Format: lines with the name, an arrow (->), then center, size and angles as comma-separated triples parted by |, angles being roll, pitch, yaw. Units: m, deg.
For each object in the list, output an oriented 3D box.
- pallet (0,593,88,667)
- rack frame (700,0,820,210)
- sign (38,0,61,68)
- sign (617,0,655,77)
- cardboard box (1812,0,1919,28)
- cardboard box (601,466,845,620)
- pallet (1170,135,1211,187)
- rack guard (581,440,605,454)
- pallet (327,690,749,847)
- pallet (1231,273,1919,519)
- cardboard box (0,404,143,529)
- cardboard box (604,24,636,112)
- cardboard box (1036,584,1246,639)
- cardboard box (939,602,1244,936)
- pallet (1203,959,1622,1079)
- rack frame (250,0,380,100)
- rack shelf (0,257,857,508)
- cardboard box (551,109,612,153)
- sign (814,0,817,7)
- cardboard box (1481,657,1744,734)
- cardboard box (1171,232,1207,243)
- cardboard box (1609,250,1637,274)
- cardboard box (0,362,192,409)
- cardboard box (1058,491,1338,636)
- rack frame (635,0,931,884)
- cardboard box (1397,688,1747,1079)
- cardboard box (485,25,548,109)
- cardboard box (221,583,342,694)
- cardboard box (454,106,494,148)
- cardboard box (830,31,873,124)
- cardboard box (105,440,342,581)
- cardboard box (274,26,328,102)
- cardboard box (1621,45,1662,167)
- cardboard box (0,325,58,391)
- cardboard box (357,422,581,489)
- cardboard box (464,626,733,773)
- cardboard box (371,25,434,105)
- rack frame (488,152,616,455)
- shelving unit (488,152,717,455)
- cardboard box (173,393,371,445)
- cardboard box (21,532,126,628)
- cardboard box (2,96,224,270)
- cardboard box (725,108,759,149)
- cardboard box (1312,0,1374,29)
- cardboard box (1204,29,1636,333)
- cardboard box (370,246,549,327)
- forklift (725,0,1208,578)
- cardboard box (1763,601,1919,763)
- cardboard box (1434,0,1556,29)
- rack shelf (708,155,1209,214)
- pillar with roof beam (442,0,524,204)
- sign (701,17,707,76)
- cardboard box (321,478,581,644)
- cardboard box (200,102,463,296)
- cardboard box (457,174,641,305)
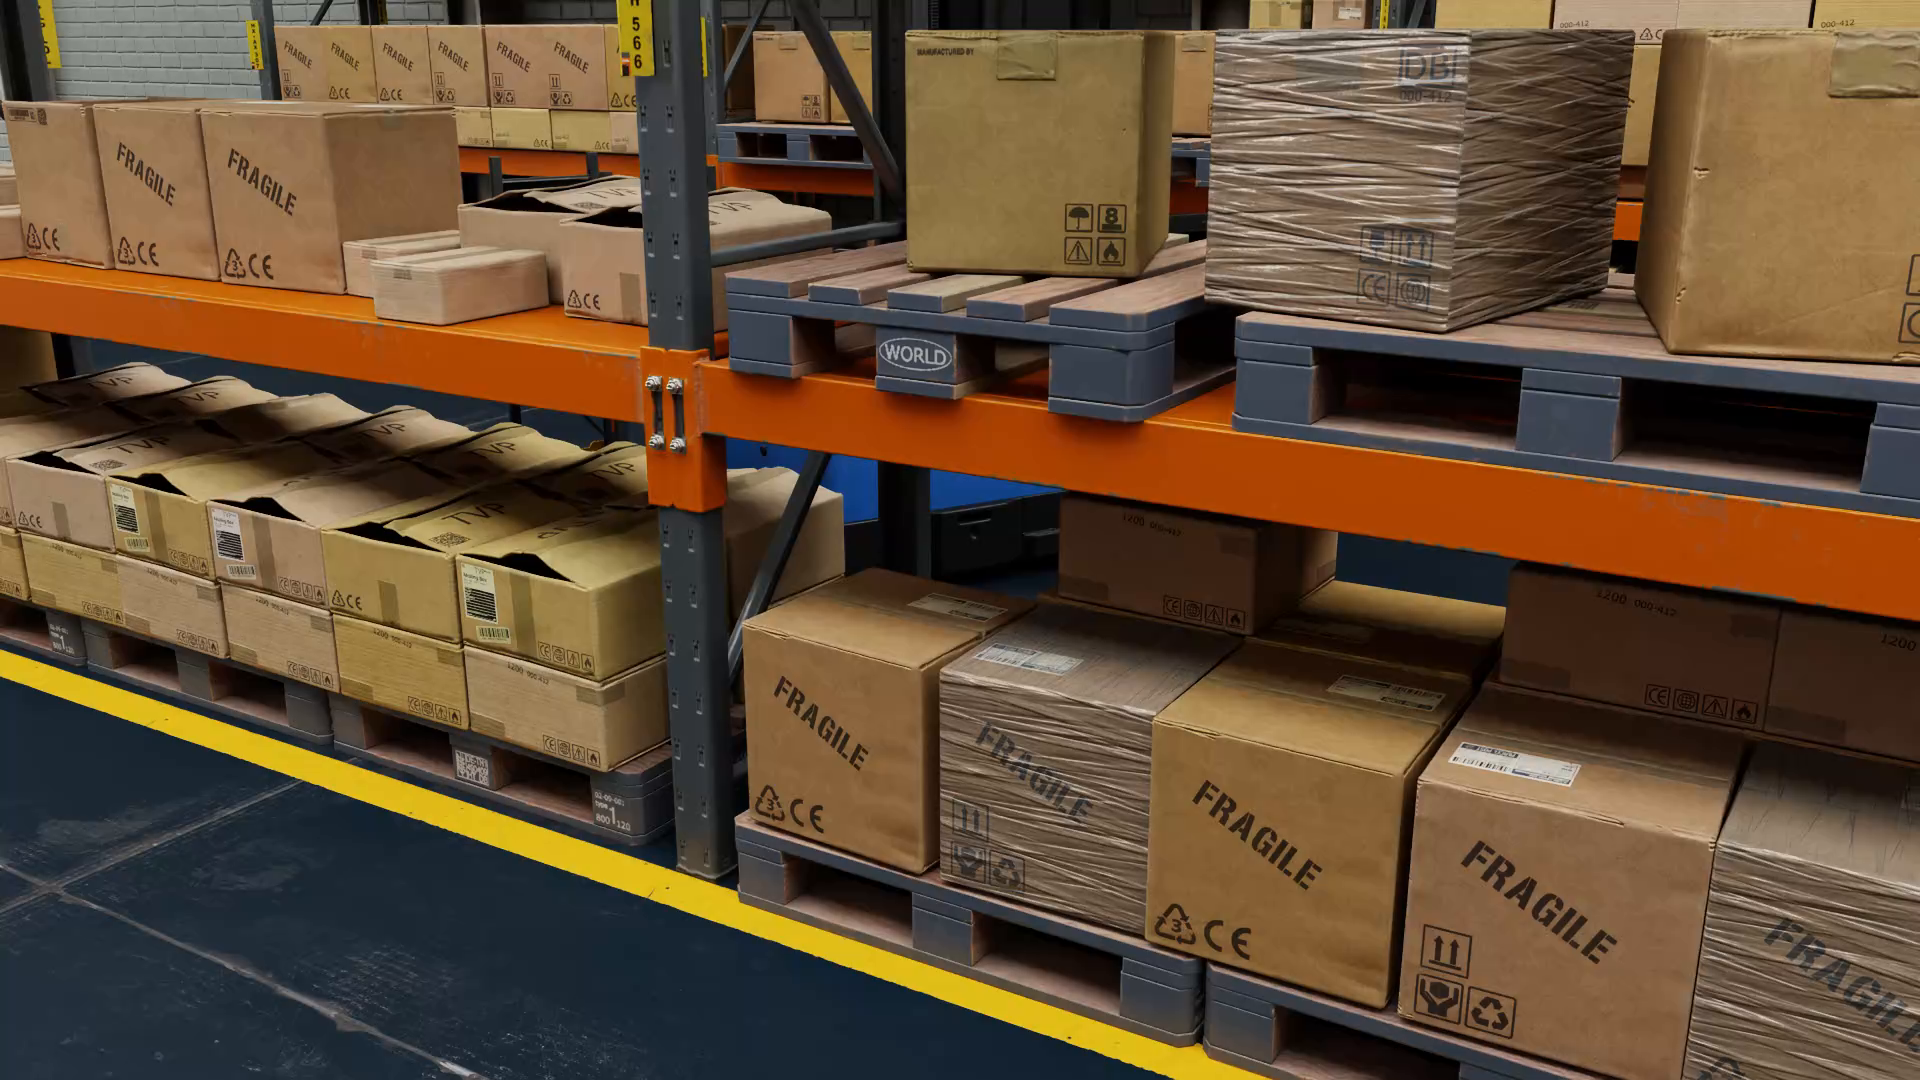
pallet -> -3.154, 0.107, 6.166 | 1.213, 0.211, 1.003 | 10, 20, 30
rack frame -> -1.213, -2.557, 10.139 | 0.127, 3.000, 1.000 | 10, 20, 30
sign -> -3.526, -1.982, 6.388 | 0.005, 0.325, 0.100 | 10, 20, 30
sign -> -0.681, -1.137, 3.472 | 0.005, 0.325, 0.100 | 10, 20, 30
cardboard box -> 3.772, -2.142, 6.762 | 0.500, 0.250, 0.500 | 10, 19, 29
cardboard box -> -0.686, -0.027, 4.854 | 0.500, 0.311, 0.500 | 11, 20, 32
pallet -> 1.533, -1.939, 8.433 | 1.003, 0.211, 1.213 | 10, 20, 30
rack guard -> -1.807, -0.366, 7.655 | 0.587, 0.250, 0.087 | -13, 21, -37
pallet -> -1.075, 0.478, 4.944 | 1.213, 0.211, 1.003 | 10, 20, 30
pallet -> 1.266, -0.335, 3.153 | 1.213, 0.211, 1.003 | 10, 20, 30
cardboard box -> -3.157, -0.281, 5.690 | 0.500, 0.311, 0.500 | 10, 19, 29
cardboard box -> -1.778, -2.849, 10.033 | 0.500, 0.500, 0.500 | 10, 20, 30
cardboard box -> 0.526, 0.348, 4.117 | 0.500, 0.500, 0.500 | 11, 20, 32
cardboard box -> 0.294, 0.483, 3.676 | 0.500, 0.500, 0.500 | 9, 19, 28
pallet -> 1.258, 0.922, 3.484 | 1.213, 0.211, 1.003 | 10, 20, 30
rack frame -> -4.621, -3.166, 12.142 | 0.127, 3.000, 1.000 | 10, 20, 30
rack shelf -> -2.098, -0.681, 5.201 | 4.000, 0.370, 1.077 | 10, 20, 30
cardboard box -> -2.195, -2.570, 10.404 | 0.500, 0.250, 0.500 | 10, 20, 30
sign -> -0.925, -3.249, 10.425 | 0.005, 0.325, 0.100 | 10, 20, 30
cardboard box -> 1.417, 0.505, 3.600 | 0.500, 0.500, 0.500 | 9, 19, 28
cardboard box -> 1.102, -1.521, 8.980 | 0.500, 0.250, 0.500 | 11, 20, 31
cardboard box -> 2.754, -0.977, 7.912 | 0.750, 0.750, 0.750 | 10, 19, 29
cardboard box -> -3.307, -0.493, 6.386 | 0.500, 0.311, 0.500 | 10, 20, 30
cardboard box -> 0.576, -0.003, 3.983 | 0.500, 0.250, 0.500 | 11, 20, 32
rack frame -> -0.394, -0.721, 4.095 | 0.127, 3.000, 1.000 | 10, 20, 30
cardboard box -> 1.166, 0.638, 3.163 | 0.500, 0.500, 0.500 | 9, 19, 28
cardboard box -> -2.629, -3.003, 10.539 | 0.500, 0.500, 0.500 | 9, 19, 28
cardboard box -> -1.838, 0.219, 5.007 | 0.500, 0.250, 0.500 | 11, 20, 31
cardboard box -> -3.061, -2.719, 10.894 | 0.500, 0.250, 0.500 | 10, 20, 31
cardboard box -> -0.325, -2.643, 9.492 | 0.500, 0.500, 0.700 | 13, 21, 36
cardboard box -> -2.270, -0.125, 5.176 | 0.500, 0.311, 0.500 | 11, 20, 32
cardboard box -> -4.372, -3.315, 11.567 | 0.500, 0.500, 0.500 | 10, 20, 30
cardboard box -> 2.917, -1.929, 7.353 | 0.500, 0.500, 0.500 | 11, 20, 32
cardboard box -> -4.033, -0.722, 6.815 | 0.500, 0.500, 0.500 | 10, 20, 30
cardboard box -> -1.572, -0.183, 5.367 | 0.500, 0.311, 0.500 | 10, 19, 29
cardboard box -> -0.970, 0.374, 4.498 | 0.500, 0.250, 0.500 | 11, 20, 31
cardboard box -> -3.519, -3.157, 11.048 | 0.500, 0.500, 0.500 | 9, 19, 28
rack frame -> -1.819, -0.968, 7.488 | 0.500, 1.500, 0.032 | -13, 21, -37
shelving unit -> -1.494, -0.851, 7.102 | 0.587, 1.500, 1.083 | -13, 21, -37
cardboard box -> -2.436, -0.339, 5.879 | 0.500, 0.311, 0.500 | 10, 20, 30
cardboard box -> -2.710, 0.064, 5.518 | 0.500, 0.250, 0.500 | 9, 19, 28
cardboard box -> -2.707, -1.177, 5.422 | 0.500, 0.500, 0.500 | 12, 21, 34
cardboard box -> -1.501, -2.620, 10.568 | 0.500, 0.250, 0.500 | 10, 20, 31
cardboard box -> 1.886, -2.562, 8.111 | 0.250, 0.149, 0.380 | 7, 18, 23
cardboard box -> 0.881, -0.716, 3.182 | 0.500, 0.500, 0.700 | 15, 22, 40
cardboard box -> -1.305, -0.669, 4.356 | 0.250, 0.149, 0.380 | 10, 20, 30
forklift -> 0.543, -1.492, 6.749 | 3.031, 2.935, 1.130 | -9, 19, -28
cardboard box -> 1.878, 0.228, 3.224 | 0.500, 0.250, 0.500 | 10, 20, 30
cardboard box -> 2.472, -2.370, 7.514 | 0.500, 0.250, 0.500 | 11, 20, 31
rack shelf -> 0.491, -1.909, 9.242 | 4.000, 0.370, 1.077 | 10, 20, 30
pillar with roof beam -> -5.825, -5.078, 8.114 | 0.400, 9.000, 9.100 | 10, 20, 30
sign -> -1.490, -2.836, 9.566 | 0.005, 0.325, 0.100 | 10, 20, 30
cardboard box -> -1.415, 0.029, 4.668 | 0.500, 0.311, 0.500 | 10, 19, 29
cardboard box -> -1.832, -1.020, 4.907 | 0.500, 0.500, 0.500 | 9, 19, 27
cardboard box -> -1.054, -0.863, 4.713 | 0.500, 0.311, 0.500 | 10, 19, 29
